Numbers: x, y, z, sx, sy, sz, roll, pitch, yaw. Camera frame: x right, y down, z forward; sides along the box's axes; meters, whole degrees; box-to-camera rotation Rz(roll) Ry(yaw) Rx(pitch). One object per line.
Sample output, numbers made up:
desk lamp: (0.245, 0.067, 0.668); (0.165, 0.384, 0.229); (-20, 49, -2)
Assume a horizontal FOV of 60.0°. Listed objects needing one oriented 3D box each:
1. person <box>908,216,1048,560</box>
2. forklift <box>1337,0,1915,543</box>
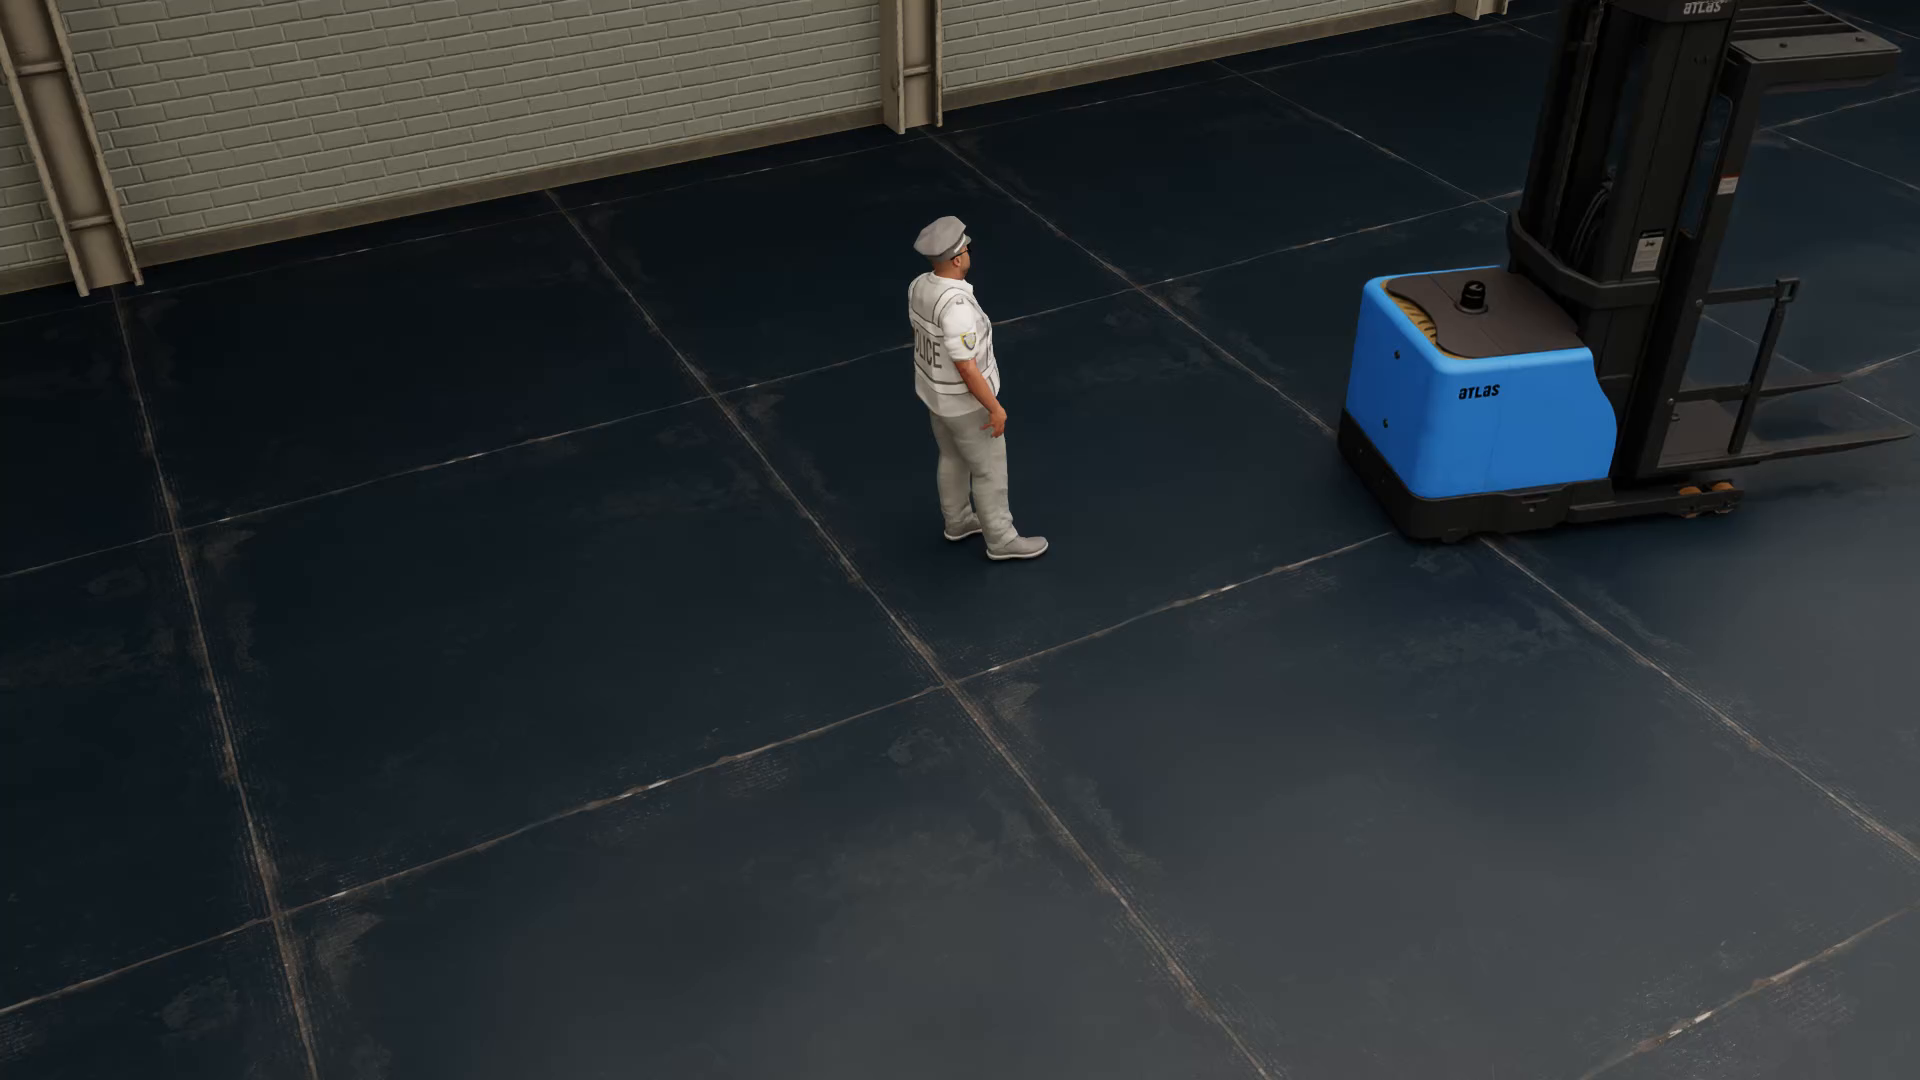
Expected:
person: (0.074, -0.748, 8.165); (0.575, 1.781, 0.640); (-17, 39, -23)
forklift: (3.680, -1.607, 8.396); (3.031, 2.935, 1.130); (-7, 36, -10)
